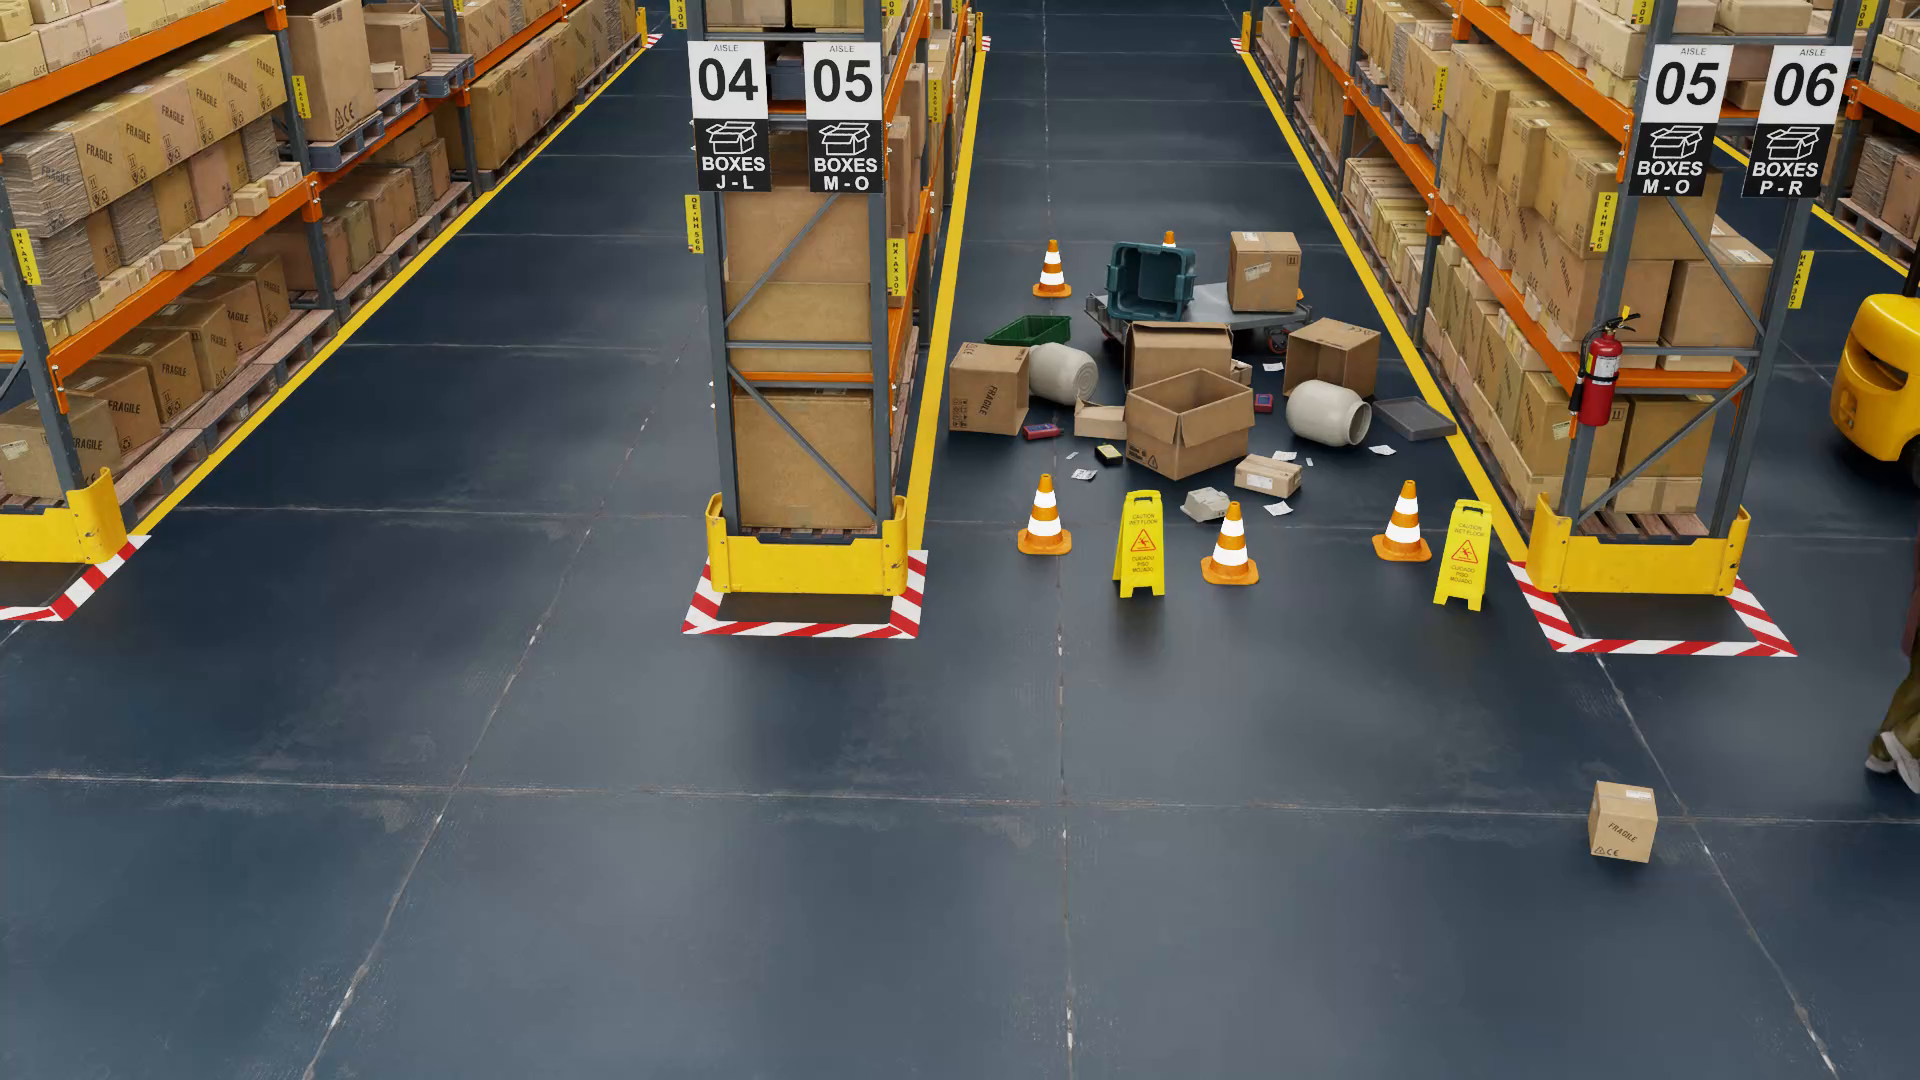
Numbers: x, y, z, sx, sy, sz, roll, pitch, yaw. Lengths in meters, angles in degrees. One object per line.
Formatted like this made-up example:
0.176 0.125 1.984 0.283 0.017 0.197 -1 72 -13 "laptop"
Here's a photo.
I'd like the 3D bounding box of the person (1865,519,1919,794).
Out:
4.715 0.477 7.903 0.509 1.570 0.606 -2 28 -3 "person"
